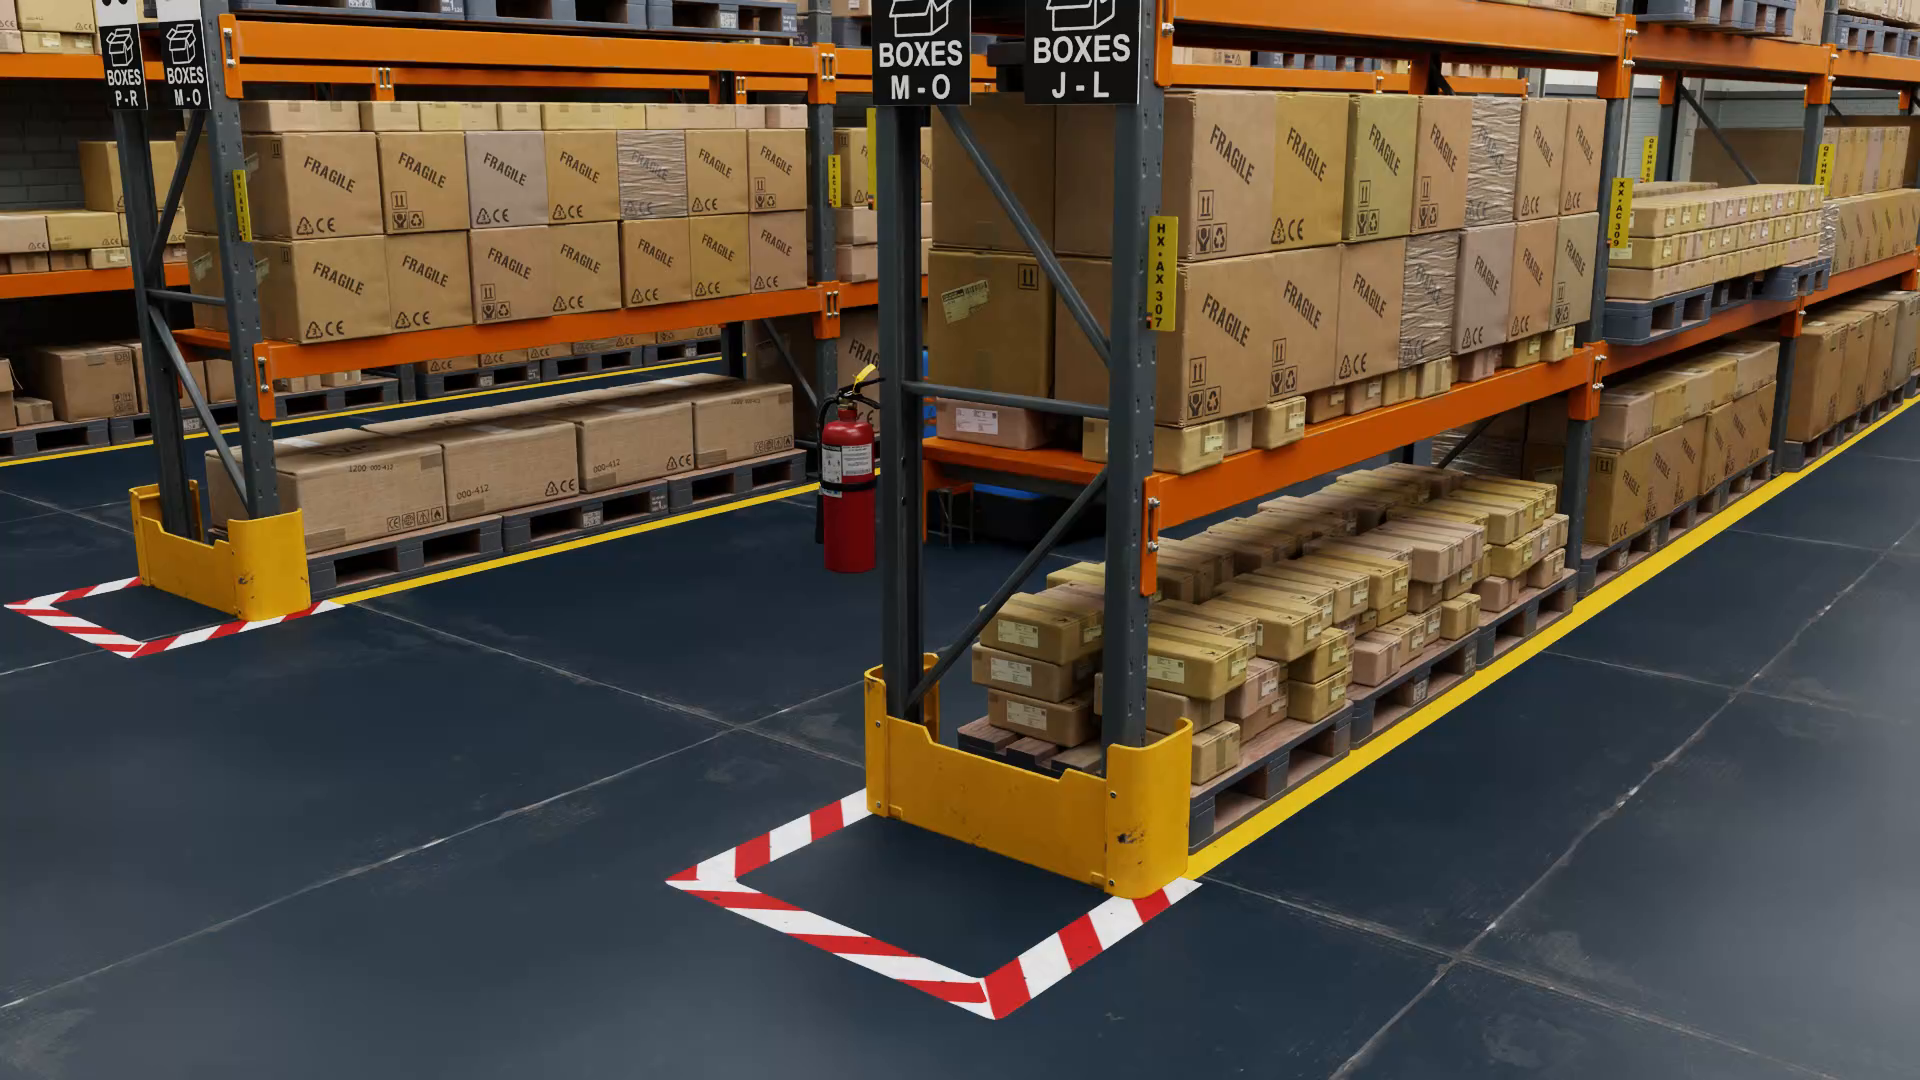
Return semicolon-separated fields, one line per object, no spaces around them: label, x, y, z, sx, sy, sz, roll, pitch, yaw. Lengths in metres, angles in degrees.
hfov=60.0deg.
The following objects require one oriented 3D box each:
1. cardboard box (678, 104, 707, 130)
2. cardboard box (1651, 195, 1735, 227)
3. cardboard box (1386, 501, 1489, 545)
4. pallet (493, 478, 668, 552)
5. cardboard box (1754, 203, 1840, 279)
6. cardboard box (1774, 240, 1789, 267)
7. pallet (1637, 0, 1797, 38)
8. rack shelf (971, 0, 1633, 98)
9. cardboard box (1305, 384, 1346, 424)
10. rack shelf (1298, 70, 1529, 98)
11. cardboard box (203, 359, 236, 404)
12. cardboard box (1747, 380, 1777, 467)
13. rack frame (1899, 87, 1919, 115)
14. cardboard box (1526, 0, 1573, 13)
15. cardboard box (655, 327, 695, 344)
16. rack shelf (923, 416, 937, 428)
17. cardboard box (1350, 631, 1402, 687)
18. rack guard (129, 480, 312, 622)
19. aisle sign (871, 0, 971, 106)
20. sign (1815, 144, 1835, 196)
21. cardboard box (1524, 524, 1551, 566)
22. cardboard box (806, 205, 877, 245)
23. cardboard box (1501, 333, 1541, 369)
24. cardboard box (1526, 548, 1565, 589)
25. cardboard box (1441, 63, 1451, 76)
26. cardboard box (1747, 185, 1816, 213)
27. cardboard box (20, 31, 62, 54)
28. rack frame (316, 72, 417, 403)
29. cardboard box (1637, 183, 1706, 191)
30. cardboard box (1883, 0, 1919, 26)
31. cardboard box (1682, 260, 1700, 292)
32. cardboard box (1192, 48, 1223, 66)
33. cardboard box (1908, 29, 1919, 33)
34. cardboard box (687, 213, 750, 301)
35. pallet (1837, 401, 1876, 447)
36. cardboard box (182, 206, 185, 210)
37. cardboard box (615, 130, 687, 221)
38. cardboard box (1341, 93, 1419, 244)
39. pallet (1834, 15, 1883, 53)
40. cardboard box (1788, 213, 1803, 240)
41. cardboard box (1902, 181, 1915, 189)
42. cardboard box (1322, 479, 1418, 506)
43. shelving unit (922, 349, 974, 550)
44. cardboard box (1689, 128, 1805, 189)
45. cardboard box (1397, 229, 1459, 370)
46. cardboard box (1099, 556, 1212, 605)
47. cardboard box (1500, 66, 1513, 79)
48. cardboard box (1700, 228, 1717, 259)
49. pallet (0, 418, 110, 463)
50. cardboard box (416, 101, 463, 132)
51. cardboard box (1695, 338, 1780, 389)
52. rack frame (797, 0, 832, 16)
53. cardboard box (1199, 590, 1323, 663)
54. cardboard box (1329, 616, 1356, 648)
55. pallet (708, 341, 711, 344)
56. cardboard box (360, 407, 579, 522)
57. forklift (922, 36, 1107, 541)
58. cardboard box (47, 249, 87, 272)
cardboard box;-1.748;-2.553;10.027;0.380;0.149;0.250;11;18;37
cardboard box;3.929;-1.772;8.954;0.380;0.149;0.250;11;18;37
cardboard box;2.146;-0.058;7.488;0.380;0.149;0.250;12;19;39
pallet;-2.548;-0.225;10.079;1.003;0.211;1.213;11;18;38
cardboard box;5.677;-2.057;11.423;0.500;0.500;0.500;12;18;38
cardboard box;4.754;-1.736;10.023;0.380;0.149;0.250;11;18;37
pallet;3.792;-2.862;9.084;1.213;0.211;1.003;11;18;38
rack shelf;1.414;-1.920;6.458;1.077;0.370;4.000;11;18;38
cardboard box;1.200;-0.539;6.162;0.380;0.149;0.250;11;18;37
rack shelf;5.043;-4.965;18.443;1.077;0.370;4.000;11;18;38
cardboard box;-5.941;-1.397;13.253;0.700;0.500;0.500;10;18;35
cardboard box;4.975;-0.789;10.862;0.500;0.500;0.500;11;18;37
rack frame;10.213;-3.496;17.292;1.000;3.000;0.127;11;18;38
cardboard box;2.250;-2.349;6.991;0.500;0.250;0.500;11;18;37
cardboard box;-3.013;-2.262;16.657;0.500;0.500;0.500;11;18;37
rack shelf;-0.077;-0.634;9.373;0.258;0.103;0.180;12;19;40
cardboard box;1.543;0.454;6.680;0.380;0.149;0.250;10;17;35
rack guard;-3.772;0.038;8.459;1.175;0.500;0.348;11;18;38
aisle sign;-0.122;-1.724;5.038;0.394;0.787;0.004;11;18;38
sign;5.613;-2.405;10.805;0.100;0.325;0.005;11;18;38
cardboard box;2.560;-0.001;7.866;0.380;0.149;0.250;10;17;35
cardboard box;-0.747;-2.155;11.302;0.500;0.250;0.500;11;18;36
cardboard box;2.382;-0.877;7.493;0.380;0.149;0.250;12;19;40
cardboard box;2.690;0.108;8.042;0.380;0.149;0.250;12;18;38
cardboard box;5.051;-5.064;17.882;0.380;0.149;0.250;11;18;36
cardboard box;5.074;-2.121;10.331;0.380;0.149;0.250;11;18;37
cardboard box;-6.524;-3.487;11.675;0.380;0.149;0.250;11;18;37
rack frame;-5.106;-2.712;14.206;1.000;3.000;0.127;11;18;38
cardboard box;4.577;-2.224;10.733;0.380;0.149;0.250;11;18;36
cardboard box;7.094;-4.093;12.797;0.500;0.250;0.500;11;18;37
cardboard box;3.606;-1.385;8.641;0.380;0.149;0.250;11;18;38
cardboard box;1.875;-4.393;14.527;0.700;0.500;0.500;11;18;38
cardboard box;8.192;-4.331;13.942;0.380;0.149;0.250;11;18;37
cardboard box;-1.654;-1.765;10.276;0.500;0.500;0.500;11;18;36
pallet;6.506;-0.984;13.069;1.003;0.211;1.213;11;18;38
cardboard box;-5.863;-2.456;12.901;0.500;0.250;0.500;11;18;37
cardboard box;-1.962;-2.150;9.759;0.500;0.500;0.500;12;18;38
cardboard box;1.302;-1.348;5.998;0.500;0.500;0.500;11;18;36
pallet;5.549;-3.458;11.433;1.213;0.211;1.003;12;19;40
cardboard box;4.899;-1.923;10.152;0.380;0.149;0.250;12;18;39
cardboard box;7.922;-2.875;14.544;0.875;0.550;0.550;11;18;38
cardboard box;1.954;-0.174;7.946;0.380;0.149;0.250;11;18;37
shelving unit;-0.077;-0.560;9.392;0.258;1.200;0.189;12;19;40
cardboard box;5.475;-2.581;11.458;0.700;0.500;0.500;11;18;37
cardboard box;1.604;-0.965;6.520;0.500;0.500;0.500;11;18;36
cardboard box;0.771;0.169;6.594;0.380;0.149;0.250;10;18;35
cardboard box;6.162;-5.410;19.246;0.380;0.149;0.250;11;18;38
cardboard box;3.763;-1.577;8.793;0.380;0.149;0.250;10;18;35
pallet;-7.071;-0.762;12.193;1.003;0.211;1.213;11;18;38
cardboard box;-2.805;-2.198;8.630;0.380;0.149;0.250;11;18;36
cardboard box;4.959;-1.148;10.750;0.500;0.250;0.500;11;18;36
rack frame;-1.242;-4.852;10.447;1.000;3.000;0.127;11;18;38
cardboard box;1.088;0.310;6.038;0.380;0.149;0.250;11;18;37
cardboard box;1.326;0.339;6.528;0.380;0.149;0.250;10;17;35
pallet;-2.044;-2.278;18.162;1.003;0.211;1.213;11;18;38
cardboard box;-2.851;-0.459;9.687;0.875;0.438;0.875;12;18;39
forklift;0.986;-1.698;10.354;1.130;2.935;3.031;12;19;40
cardboard box;-6.569;-2.047;12.098;0.380;0.149;0.250;12;18;38
